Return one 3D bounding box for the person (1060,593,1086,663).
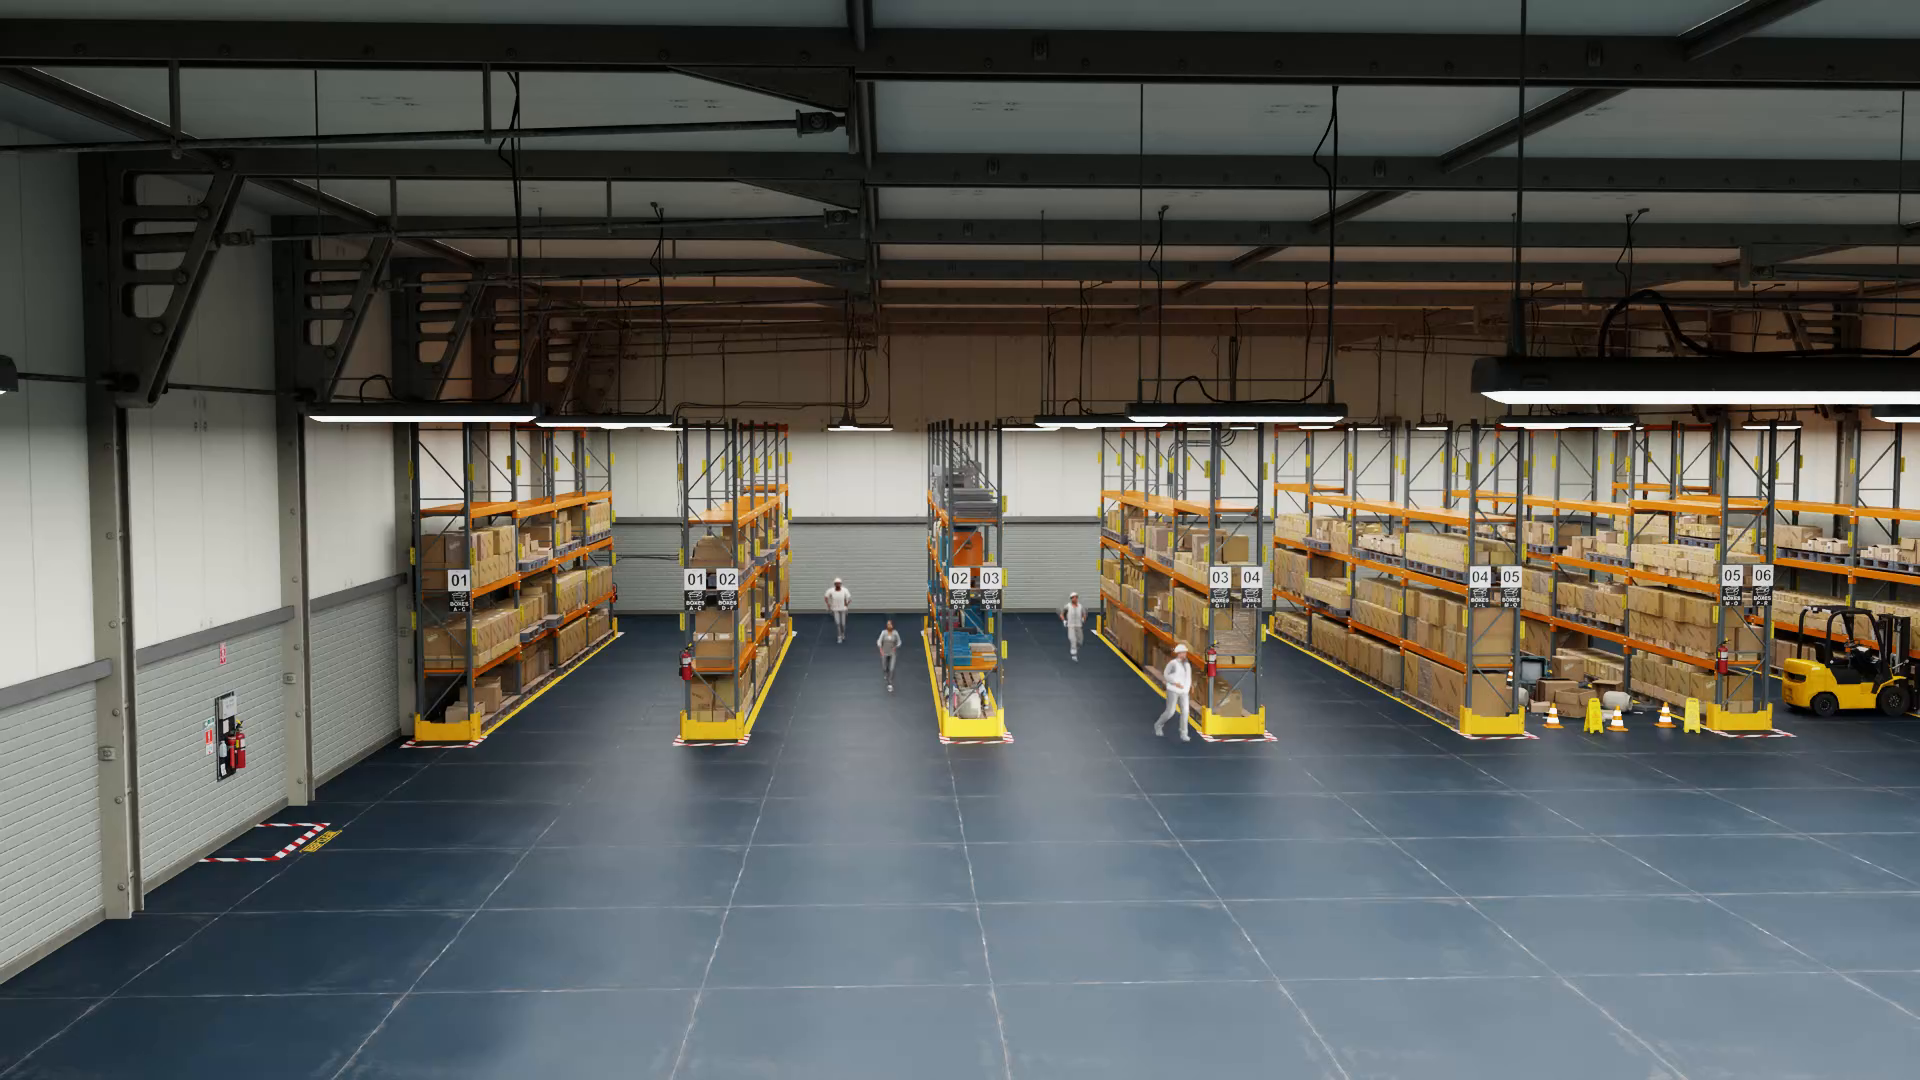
[{"bbox_3d":[2.847,2.187,41.615,0.663,1.748,0.780,-1,4,-11],"label":"person"}]

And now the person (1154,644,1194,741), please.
[{"bbox_3d":[4.111,2.834,31.129,0.713,1.764,0.886,-2,4,-32],"label":"person"}]

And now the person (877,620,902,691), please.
[{"bbox_3d":[-1.579,2.574,37.178,0.542,1.561,0.570,0,4,0],"label":"person"}]

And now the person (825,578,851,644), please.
[{"bbox_3d":[-3.336,1.926,45.638,0.713,1.767,0.840,-1,4,-9],"label":"person"}]
